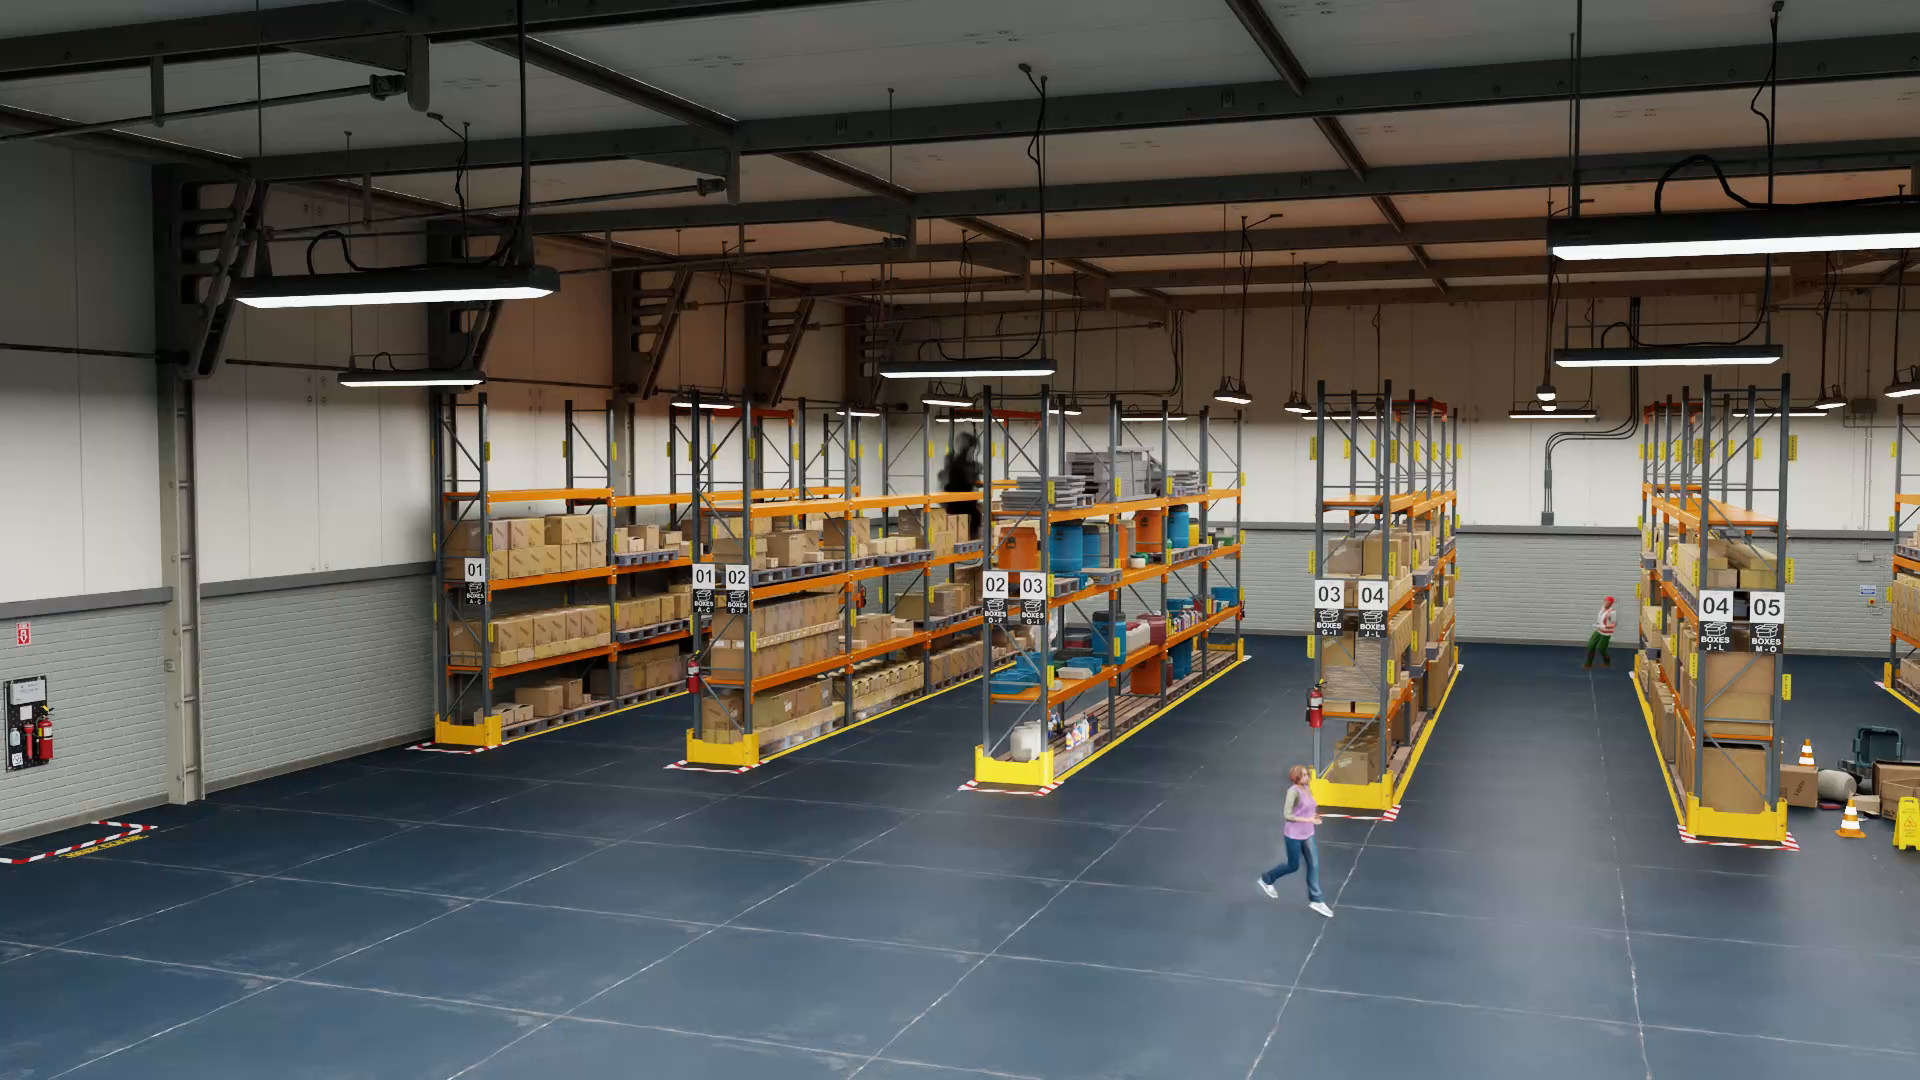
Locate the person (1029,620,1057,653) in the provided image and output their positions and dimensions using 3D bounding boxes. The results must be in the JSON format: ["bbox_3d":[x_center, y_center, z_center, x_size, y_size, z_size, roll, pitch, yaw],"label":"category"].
[{"bbox_3d":[1.782,2.256,36.050,0.611,1.649,0.569,1,3,11],"label":"person"}]

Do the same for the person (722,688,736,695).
[{"bbox_3d":[-4.144,2.494,30.557,0.676,1.754,0.683,1,3,9],"label":"person"}]

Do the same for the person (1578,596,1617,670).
[{"bbox_3d":[14.701,2.139,37.977,0.692,1.741,0.867,-1,3,-21],"label":"person"}]

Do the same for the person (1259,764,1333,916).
[{"bbox_3d":[3.659,3.231,18.089,0.877,1.605,0.538,3,4,42],"label":"person"}]
